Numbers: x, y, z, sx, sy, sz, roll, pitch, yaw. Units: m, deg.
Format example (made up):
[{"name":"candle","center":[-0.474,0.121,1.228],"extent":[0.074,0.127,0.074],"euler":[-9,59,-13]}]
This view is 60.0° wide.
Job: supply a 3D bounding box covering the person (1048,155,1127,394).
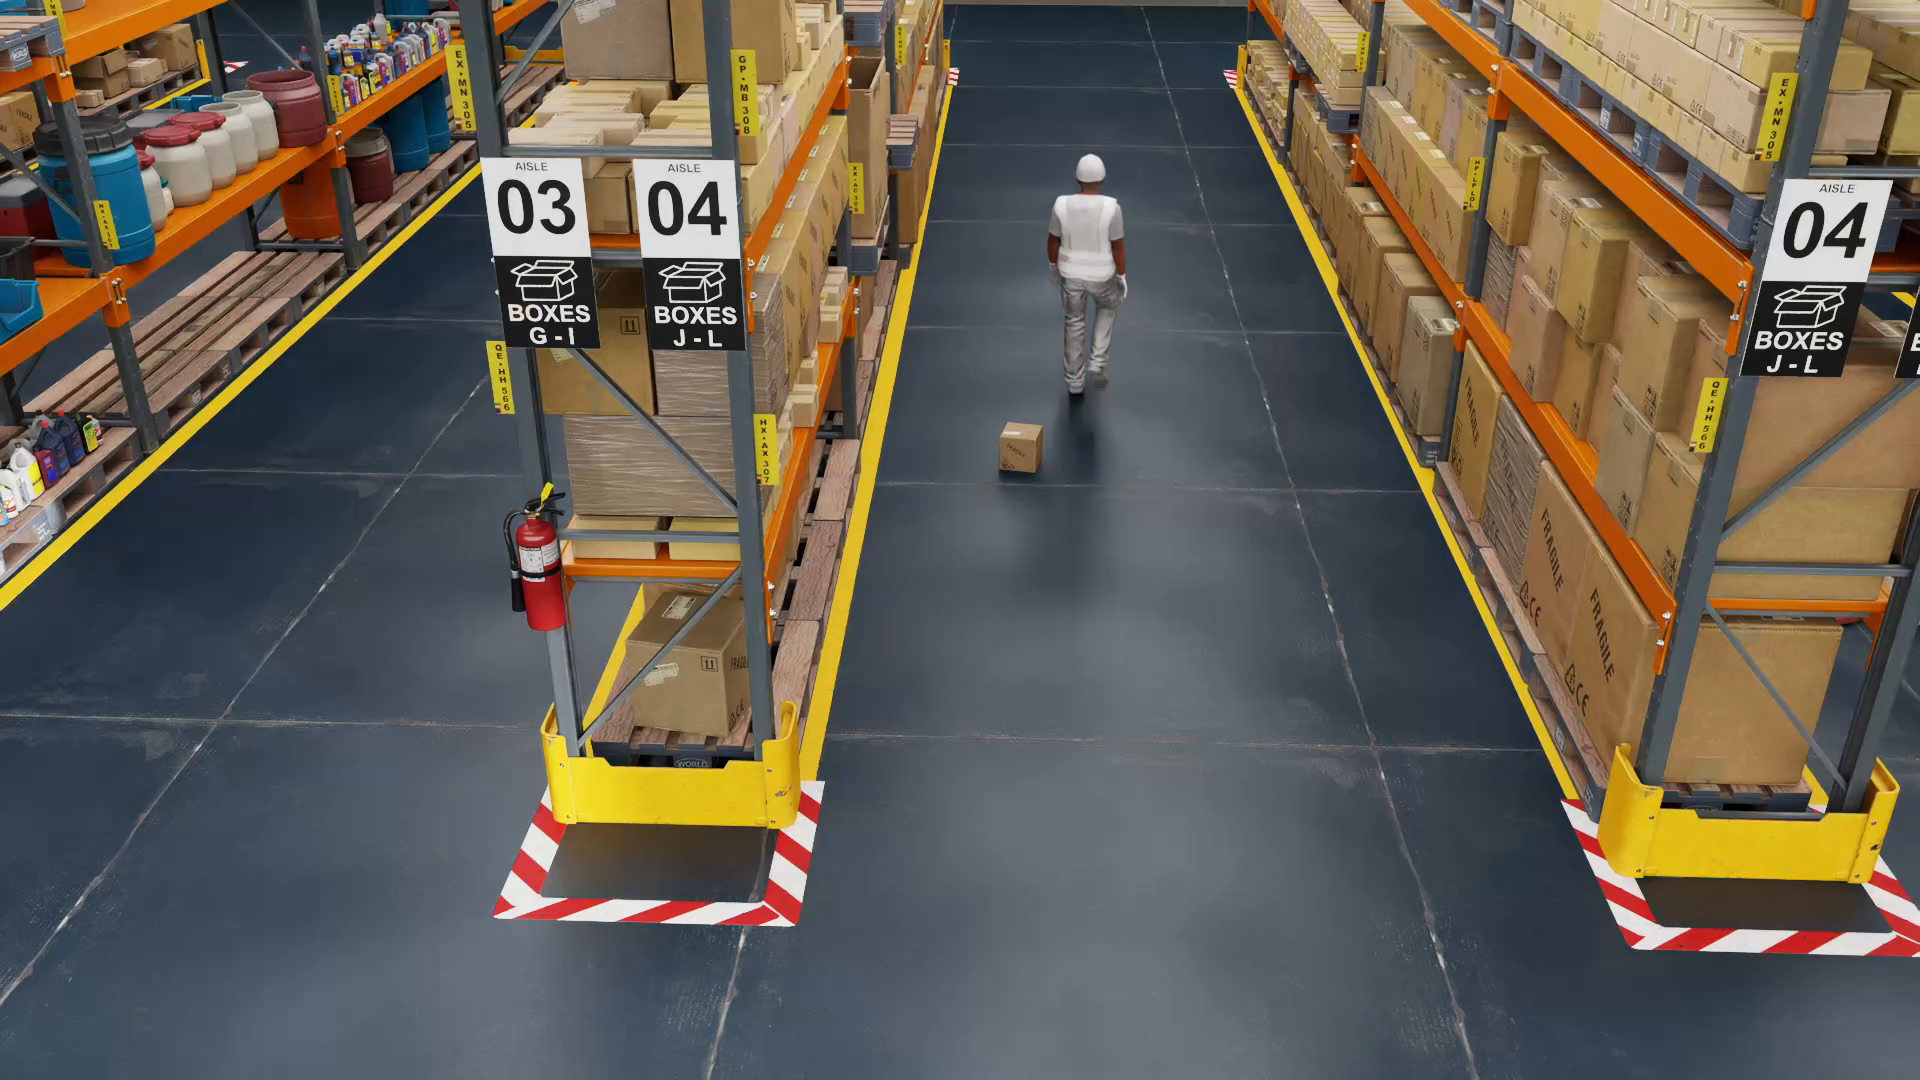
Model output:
[{"name":"person","center":[0.950,-1.966,12.337],"extent":[0.614,1.830,0.503],"euler":[5,28,9]}]
